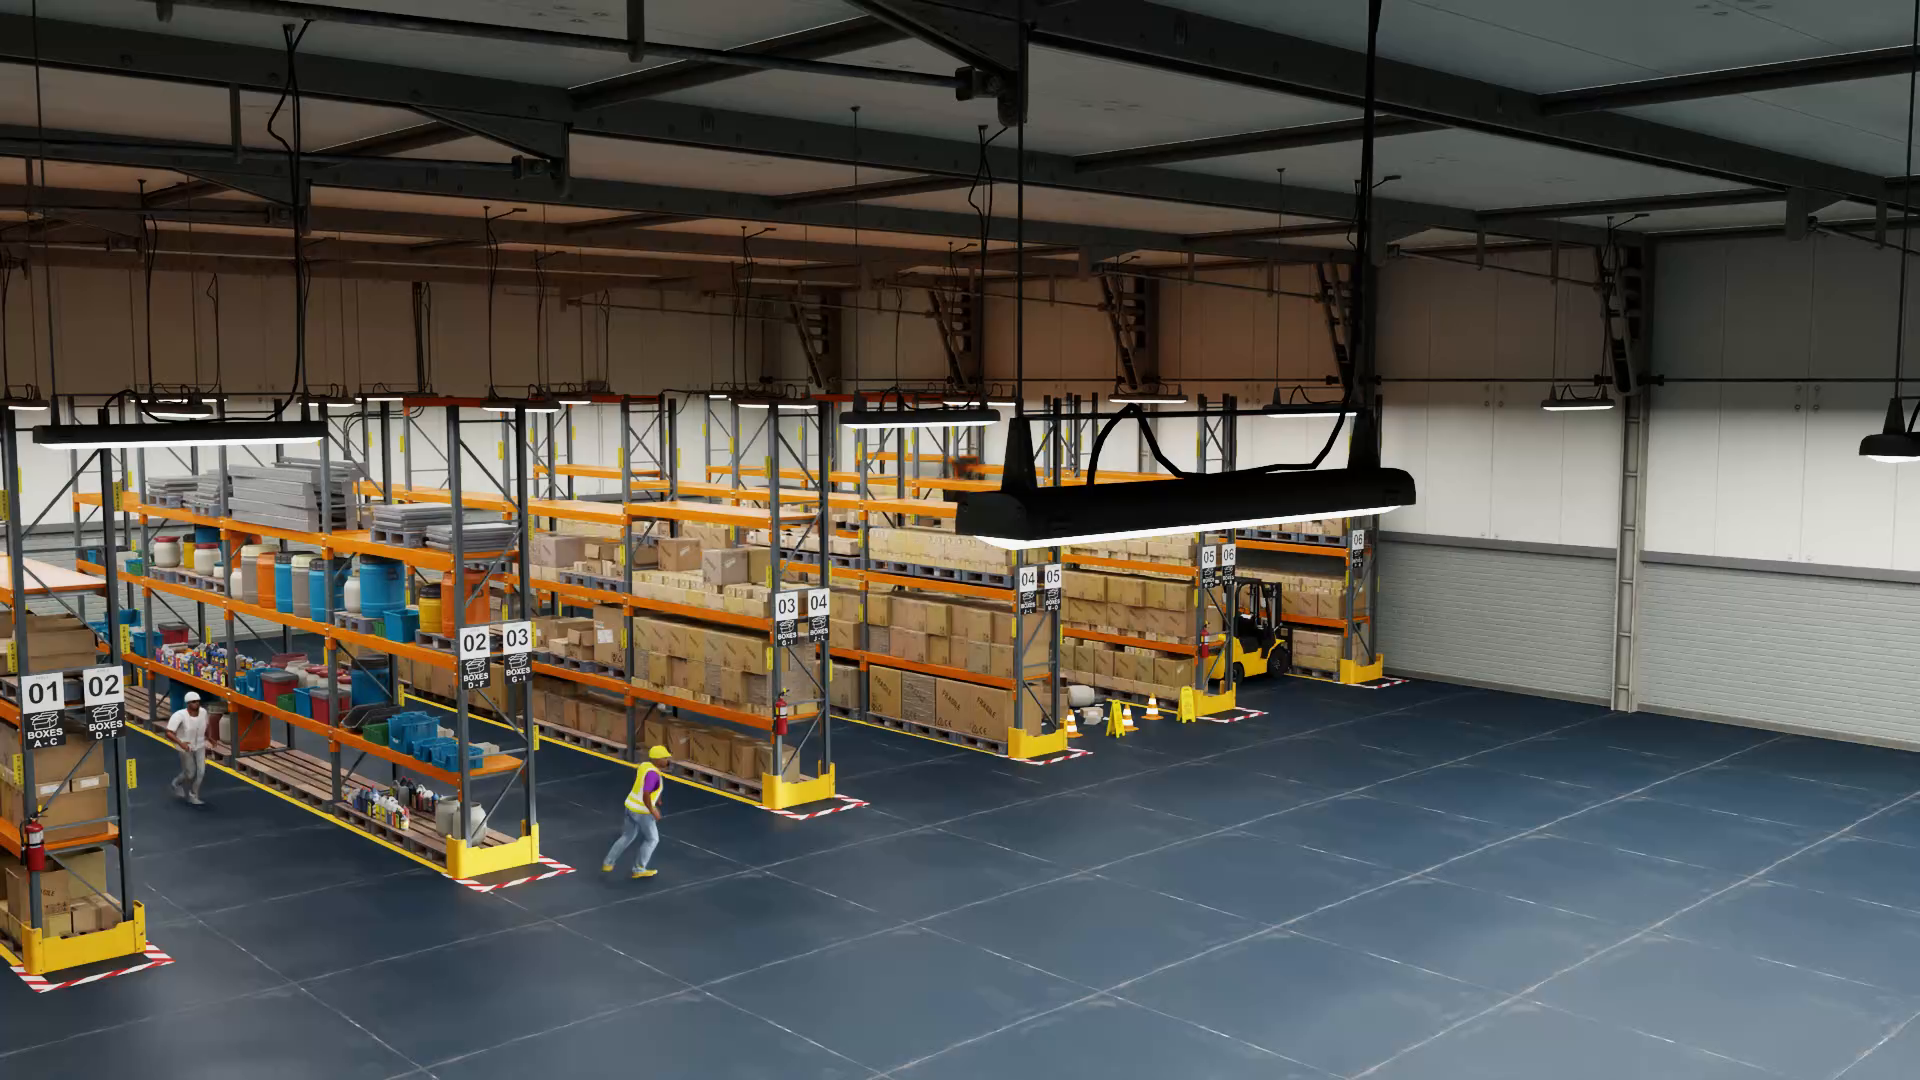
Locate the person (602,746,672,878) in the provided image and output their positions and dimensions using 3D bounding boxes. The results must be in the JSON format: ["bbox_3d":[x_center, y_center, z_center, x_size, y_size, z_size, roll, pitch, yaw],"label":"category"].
[{"bbox_3d":[-4.105,3.459,21.151,0.869,1.674,0.707,-4,7,-32],"label":"person"}]

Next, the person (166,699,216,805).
[{"bbox_3d":[-11.522,3.113,24.821,0.689,1.674,0.700,4,7,36],"label":"person"}]

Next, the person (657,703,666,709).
[{"bbox_3d":[-5.750,2.564,31.581,0.809,1.340,0.637,2,6,17],"label":"person"}]
